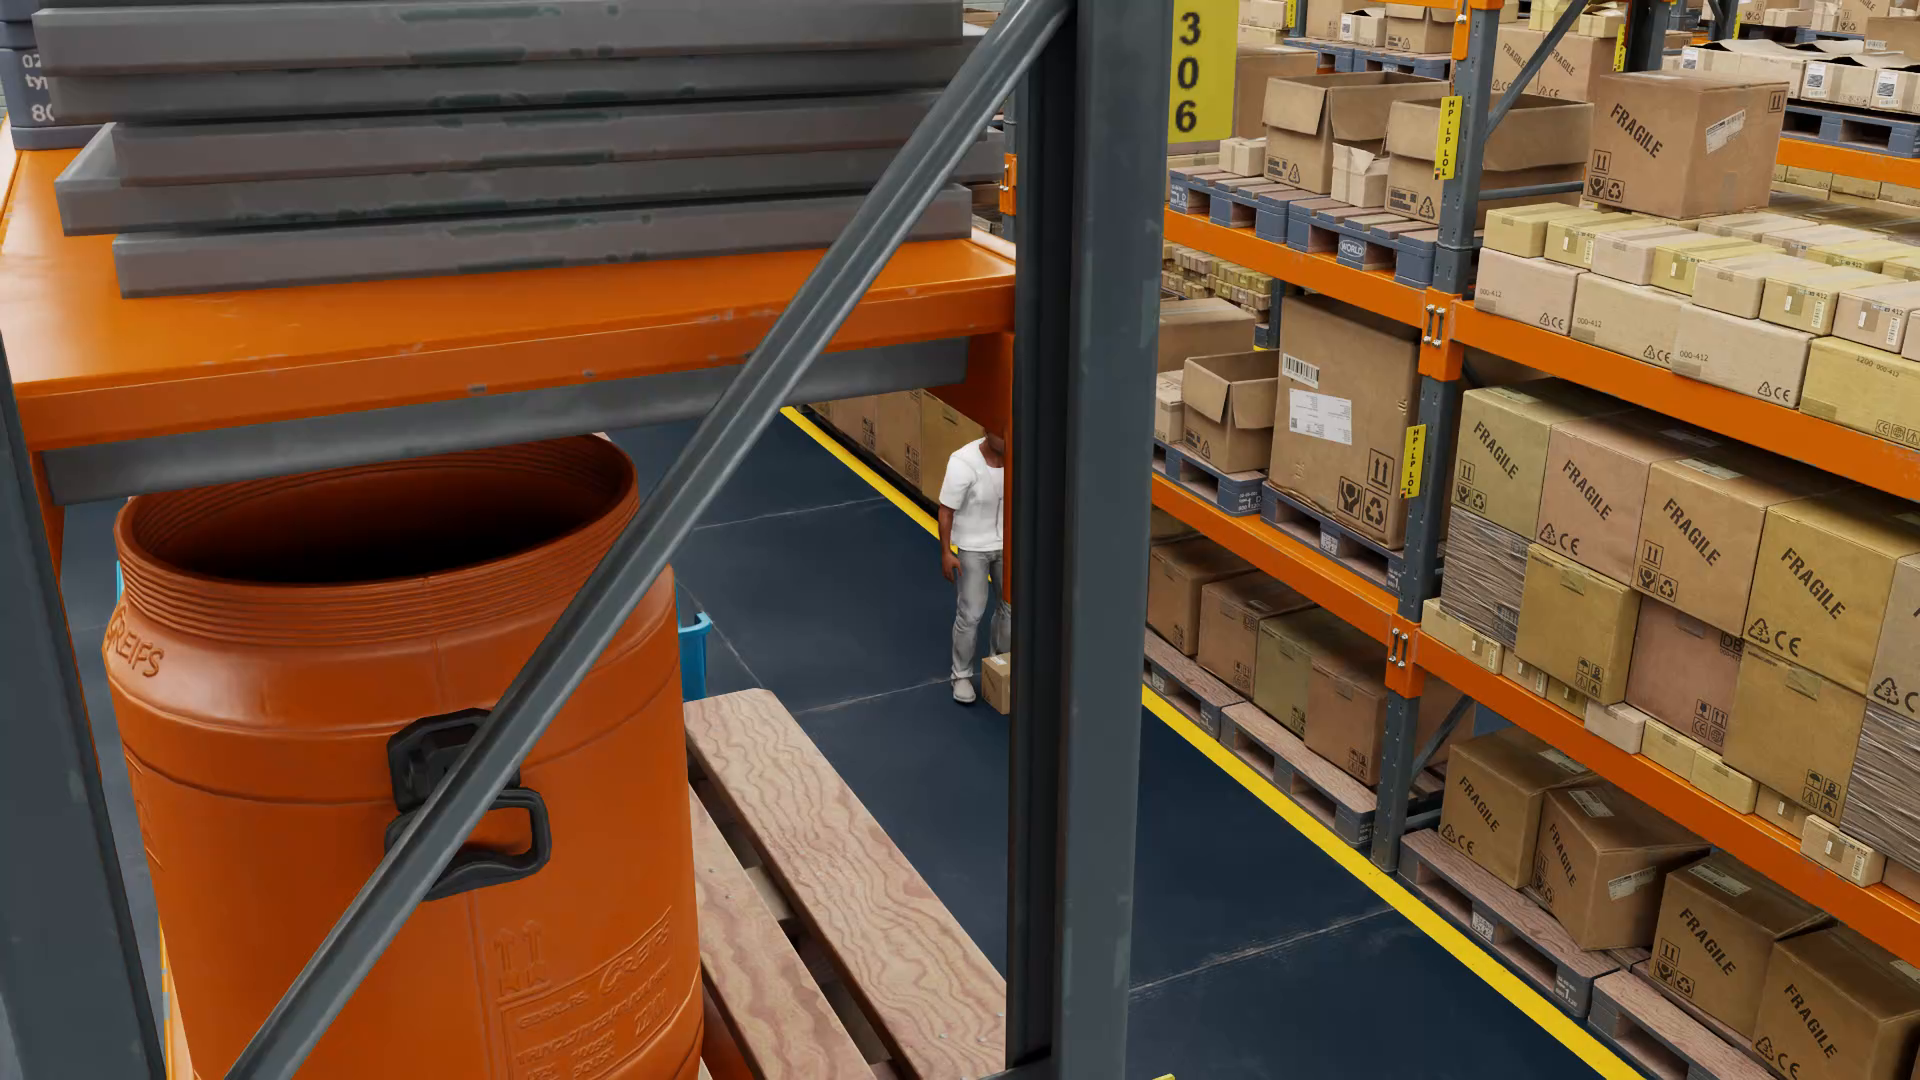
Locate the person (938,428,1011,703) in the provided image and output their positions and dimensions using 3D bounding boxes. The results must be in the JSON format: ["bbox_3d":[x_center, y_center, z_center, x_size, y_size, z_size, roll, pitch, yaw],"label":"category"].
[{"bbox_3d":[0.177,0.045,9.459,0.626,1.756,0.461,-10,24,-24],"label":"person"}]
